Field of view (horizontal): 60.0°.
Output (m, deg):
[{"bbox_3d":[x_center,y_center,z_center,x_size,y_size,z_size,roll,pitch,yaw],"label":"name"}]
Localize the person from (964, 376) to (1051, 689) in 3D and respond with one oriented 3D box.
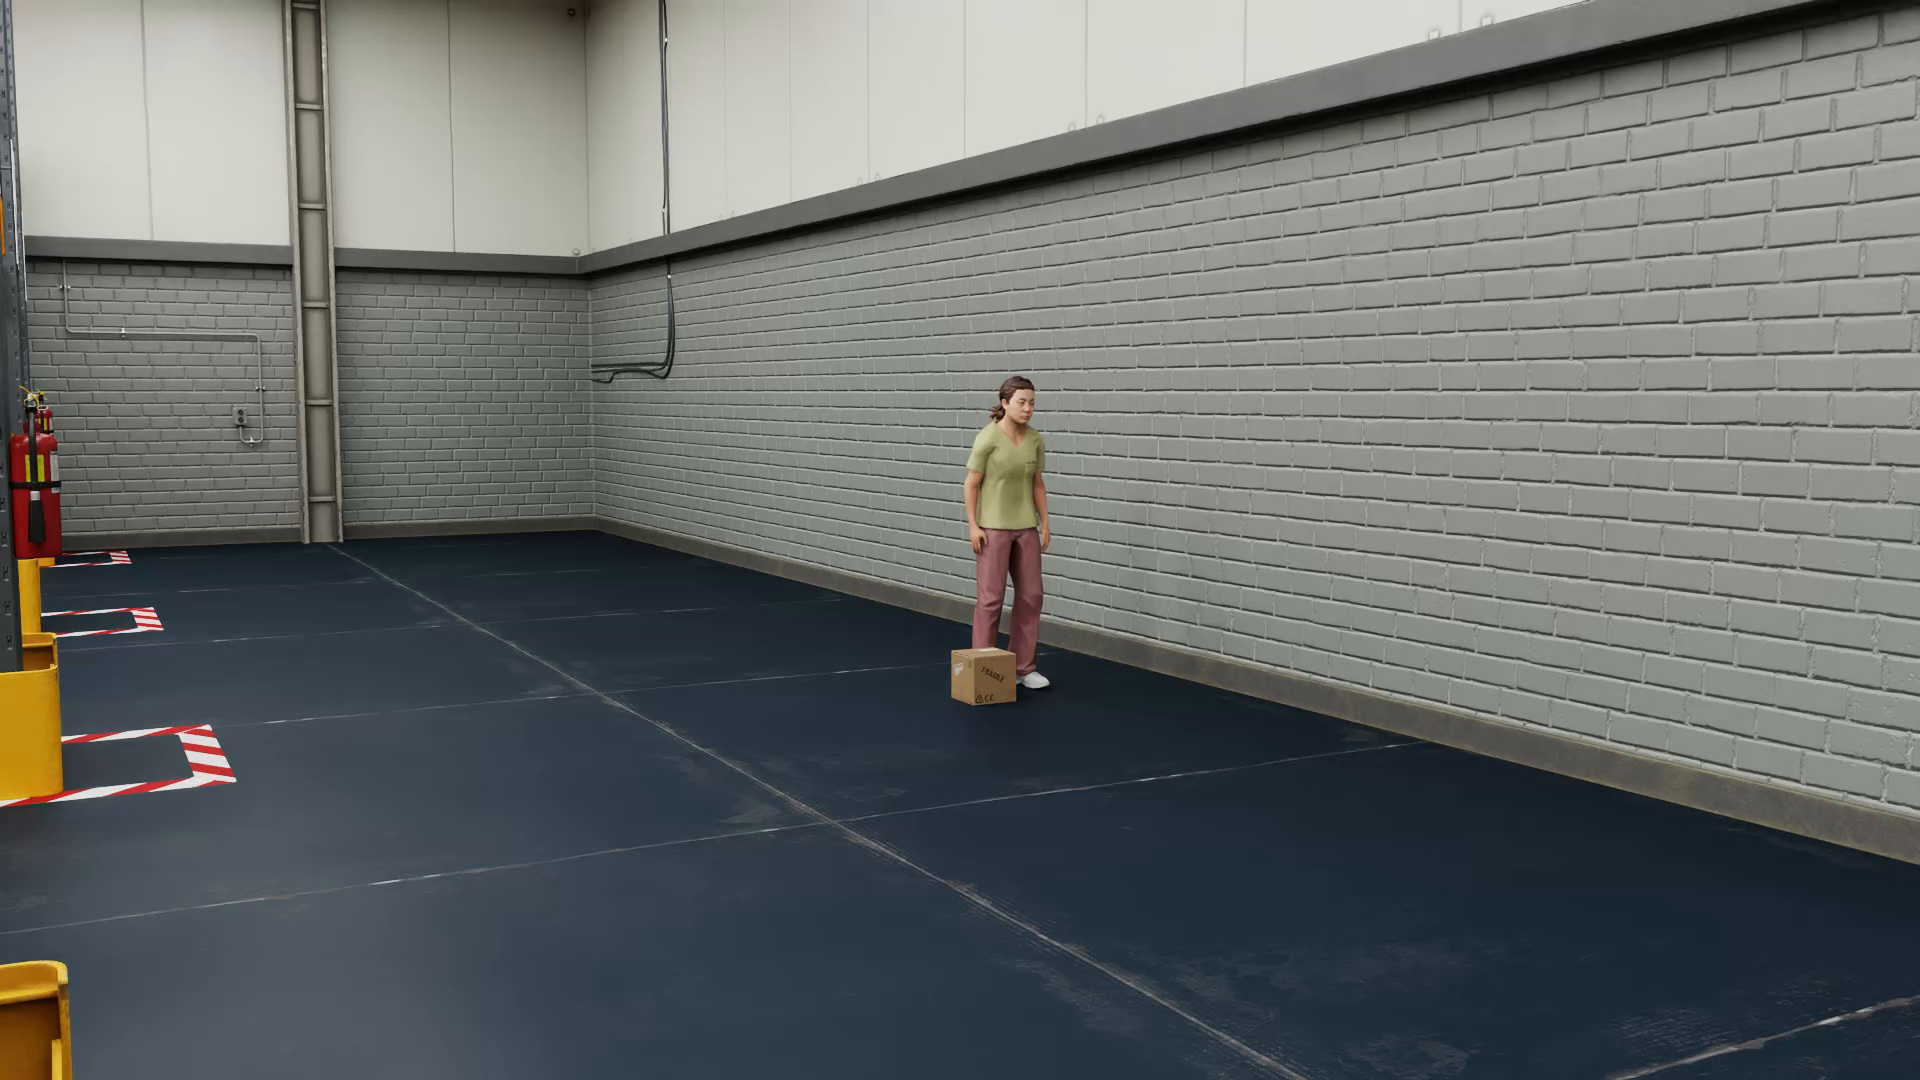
[{"bbox_3d":[0.269,-0.038,8.884,0.499,1.673,0.359,-3,6,-28],"label":"person"}]
